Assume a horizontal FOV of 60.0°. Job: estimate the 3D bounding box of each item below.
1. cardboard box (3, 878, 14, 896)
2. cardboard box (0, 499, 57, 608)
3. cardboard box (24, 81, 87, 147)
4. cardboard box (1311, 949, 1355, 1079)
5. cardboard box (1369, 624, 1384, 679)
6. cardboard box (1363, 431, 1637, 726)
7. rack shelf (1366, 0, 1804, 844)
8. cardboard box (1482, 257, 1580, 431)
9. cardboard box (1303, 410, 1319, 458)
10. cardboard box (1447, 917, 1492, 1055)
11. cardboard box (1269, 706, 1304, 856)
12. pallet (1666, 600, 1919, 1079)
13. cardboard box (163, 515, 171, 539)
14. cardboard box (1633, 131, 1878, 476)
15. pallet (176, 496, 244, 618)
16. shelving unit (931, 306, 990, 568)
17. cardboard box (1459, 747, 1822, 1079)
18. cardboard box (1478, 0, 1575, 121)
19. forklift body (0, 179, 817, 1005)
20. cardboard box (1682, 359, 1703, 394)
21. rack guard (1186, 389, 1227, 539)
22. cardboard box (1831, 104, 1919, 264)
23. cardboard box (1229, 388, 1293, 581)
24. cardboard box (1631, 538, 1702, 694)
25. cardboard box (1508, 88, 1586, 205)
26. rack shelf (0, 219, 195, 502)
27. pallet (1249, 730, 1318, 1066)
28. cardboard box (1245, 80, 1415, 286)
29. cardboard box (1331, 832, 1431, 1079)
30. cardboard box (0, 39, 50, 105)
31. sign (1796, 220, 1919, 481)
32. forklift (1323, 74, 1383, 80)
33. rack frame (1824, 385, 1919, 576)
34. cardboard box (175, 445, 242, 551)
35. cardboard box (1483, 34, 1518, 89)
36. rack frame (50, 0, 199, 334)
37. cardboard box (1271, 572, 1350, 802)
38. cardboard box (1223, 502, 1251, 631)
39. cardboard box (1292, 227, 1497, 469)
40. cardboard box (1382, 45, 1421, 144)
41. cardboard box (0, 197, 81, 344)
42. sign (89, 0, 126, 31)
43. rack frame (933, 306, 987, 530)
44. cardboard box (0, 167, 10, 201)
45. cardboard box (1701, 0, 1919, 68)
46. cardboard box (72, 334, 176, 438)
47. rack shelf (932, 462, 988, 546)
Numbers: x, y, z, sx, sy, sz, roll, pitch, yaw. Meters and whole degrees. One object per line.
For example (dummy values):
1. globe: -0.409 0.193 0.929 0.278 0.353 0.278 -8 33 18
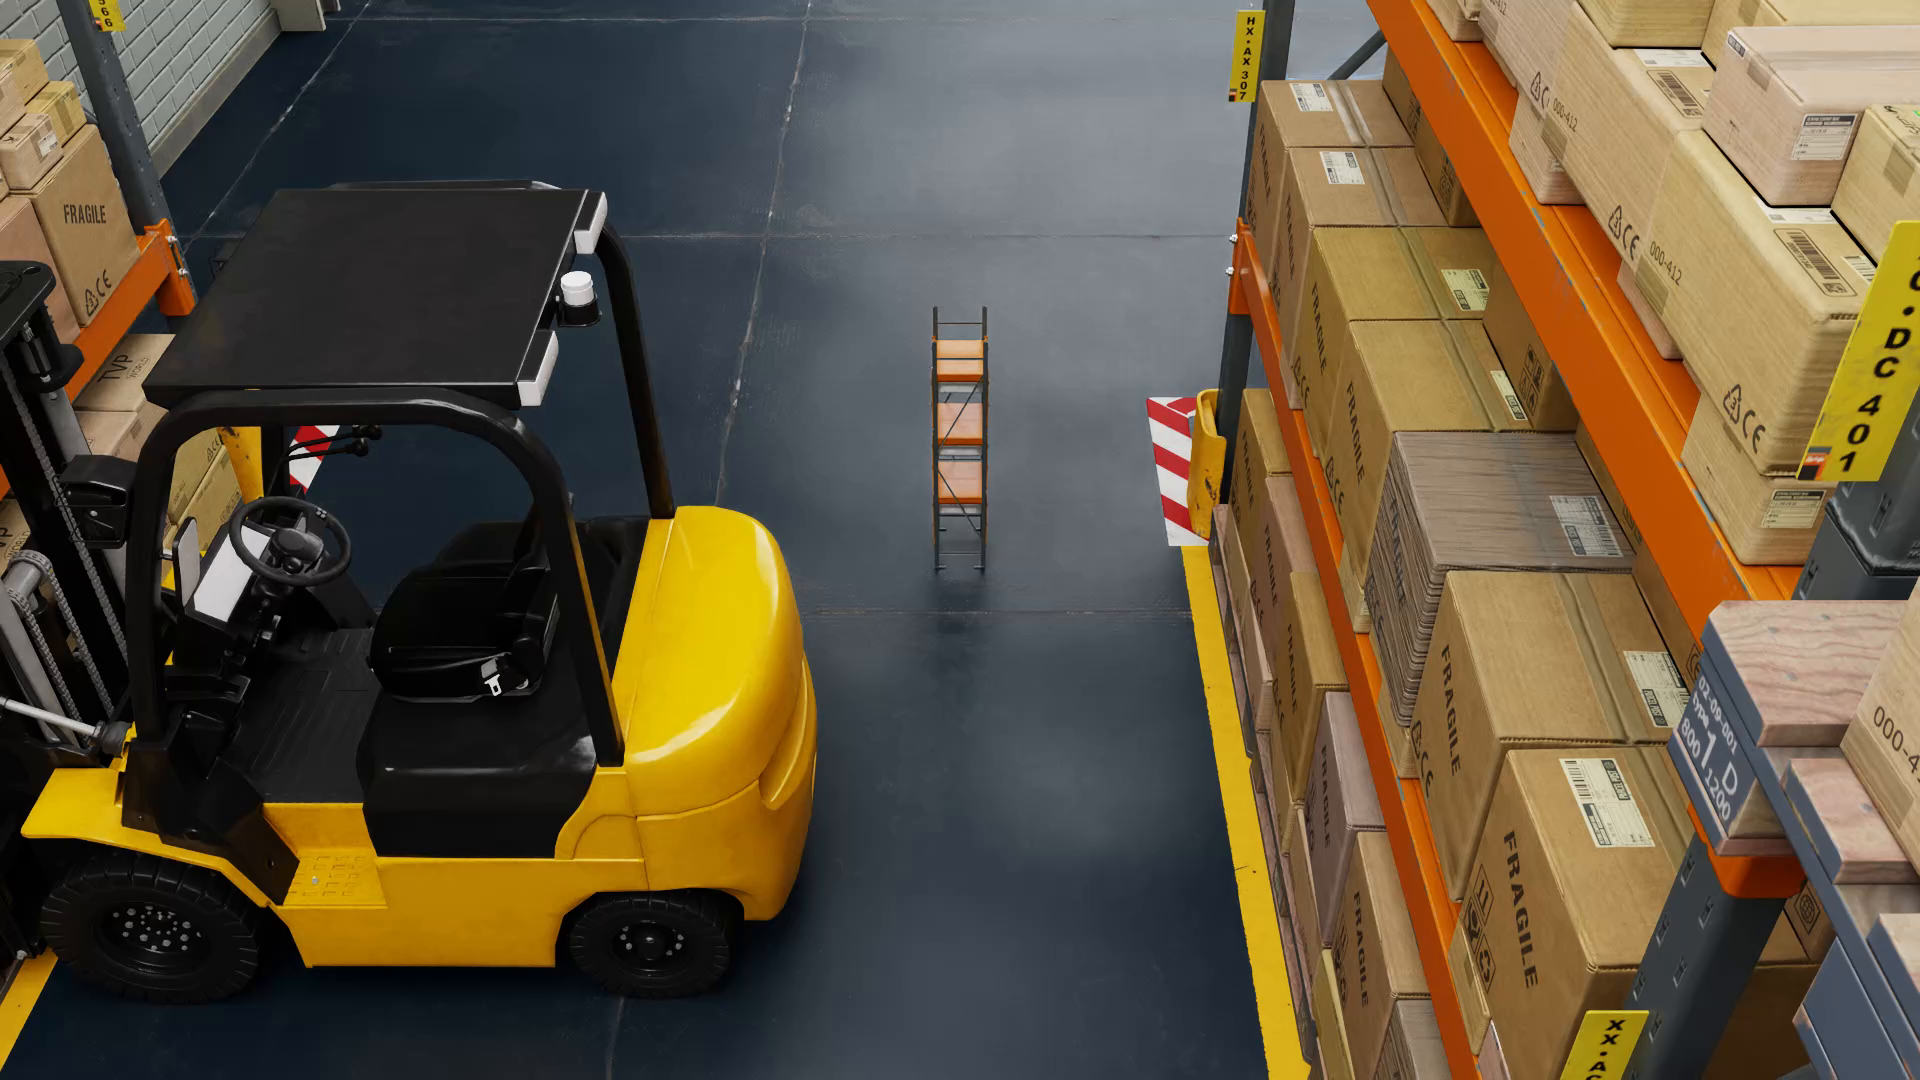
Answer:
1. cardboard box: -3.107 0.828 5.181 0.500 0.250 0.500 1 39 1
2. cardboard box: -3.099 0.118 5.267 0.500 0.250 0.500 0 39 1
3. cardboard box: -3.148 -1.399 5.498 0.380 0.149 0.250 0 39 1
4. cardboard box: 1.259 1.379 4.494 0.500 0.250 0.500 -1 39 -1
5. cardboard box: 1.259 0.274 4.210 0.380 0.149 0.250 -1 39 -1
6. cardboard box: 1.278 0.093 3.918 0.500 0.500 0.500 1 39 1
7. rack shelf: 1.537 -0.968 3.736 1.077 0.370 4.000 0 39 0
8. cardboard box: 1.712 -0.608 3.993 0.700 0.500 0.500 0 39 0
9. cardboard box: 1.250 -0.374 5.020 0.380 0.149 0.250 1 39 1
10. cardboard box: 1.227 0.913 3.413 0.380 0.149 0.250 1 39 1
11. cardboard box: 1.265 0.745 5.285 0.500 0.250 0.500 2 39 3
12. pallet: 1.434 0.461 1.528 1.213 0.211 1.003 0 39 0
13. cardboard box: -3.126 0.008 5.804 0.500 0.250 0.500 0 39 0
14. cardboard box: 1.270 -0.333 2.250 0.500 0.250 0.500 0 39 0
15. pallet: -3.386 0.243 6.278 1.003 0.211 1.213 0 39 0
16. shelving unit: 0.000 -0.376 6.380 0.215 1.050 0.252 0 39 0
17. cardboard box: 1.290 0.739 3.111 0.500 0.500 0.500 -1 39 -1
18. cardboard box: 1.282 -0.967 3.041 0.500 0.250 0.500 -1 39 -1
19. forklift body: -1.602 0.192 4.790 2.313 2.155 1.214 0 39 0
20. cardboard box: 1.322 -0.255 2.472 0.380 0.149 0.250 0 39 0
21. rack guard: 1.535 -0.306 6.733 1.175 0.500 0.348 0 39 0
22. cardboard box: 1.321 -0.410 2.027 0.380 0.149 0.250 1 39 1
23. cardboard box: 1.260 -0.193 5.856 0.500 0.500 0.500 -1 39 -2
24. cardboard box: 1.777 0.032 3.194 0.700 0.500 0.500 0 39 0
25. cardboard box: 1.247 -0.741 3.078 0.380 0.149 0.250 1 39 1
26. rack shelf: -3.427 0.208 4.667 1.077 0.370 4.000 0 39 0
27. pallet: 1.499 1.075 5.239 1.003 0.211 1.213 0 39 0
28. cardboard box: 1.258 -1.188 5.516 0.500 0.500 0.500 -1 39 -1
29. cardboard box: 1.268 1.101 4.241 0.500 0.500 0.500 1 39 1
30. cardboard box: -3.218 -1.508 5.396 0.380 0.149 0.250 0 39 0
31. sign: 0.997 -0.195 1.783 0.100 0.325 0.005 0 39 0
32. forklift: 2.996 -2.312 7.291 3.031 2.935 1.130 -8 39 -9
33. rack frame: 1.539 -1.169 1.013 1.000 3.000 0.127 0 39 0
34. cardboard box: -3.112 -0.121 6.365 0.500 0.250 0.500 0 39 0
35. cardboard box: 1.328 -1.064 3.482 0.380 0.149 0.250 0 39 0
36. rack frame: -3.429 -1.323 6.003 1.000 3.000 0.127 0 39 0
37. cardboard box: 1.257 0.447 5.057 0.500 0.500 0.500 1 39 1
38. cardboard box: 1.259 0.084 6.109 0.500 0.250 0.500 0 39 0
39. cardboard box: 1.264 -0.546 4.714 0.500 0.500 0.500 -1 39 -1
40. cardboard box: 1.754 -1.555 5.175 0.700 0.500 0.500 -1 39 -1
41. cardboard box: -3.174 -0.730 5.183 0.500 0.500 0.500 1 39 1
42. sign: -2.886 -1.859 5.556 0.100 0.325 0.005 0 39 0
43. rack frame: 0.000 -0.453 6.475 0.200 1.050 0.008 0 39 0
44. cardboard box: -3.179 -1.077 5.096 0.380 0.149 0.250 1 39 1
45. cardboard box: 1.333 -0.735 2.433 0.380 0.149 0.250 1 39 1
46. cardboard box: -3.117 -0.517 6.060 0.500 0.250 0.500 1 39 1
47. rack shelf: 0.000 -0.151 6.560 0.215 0.259 0.240 0 39 0
